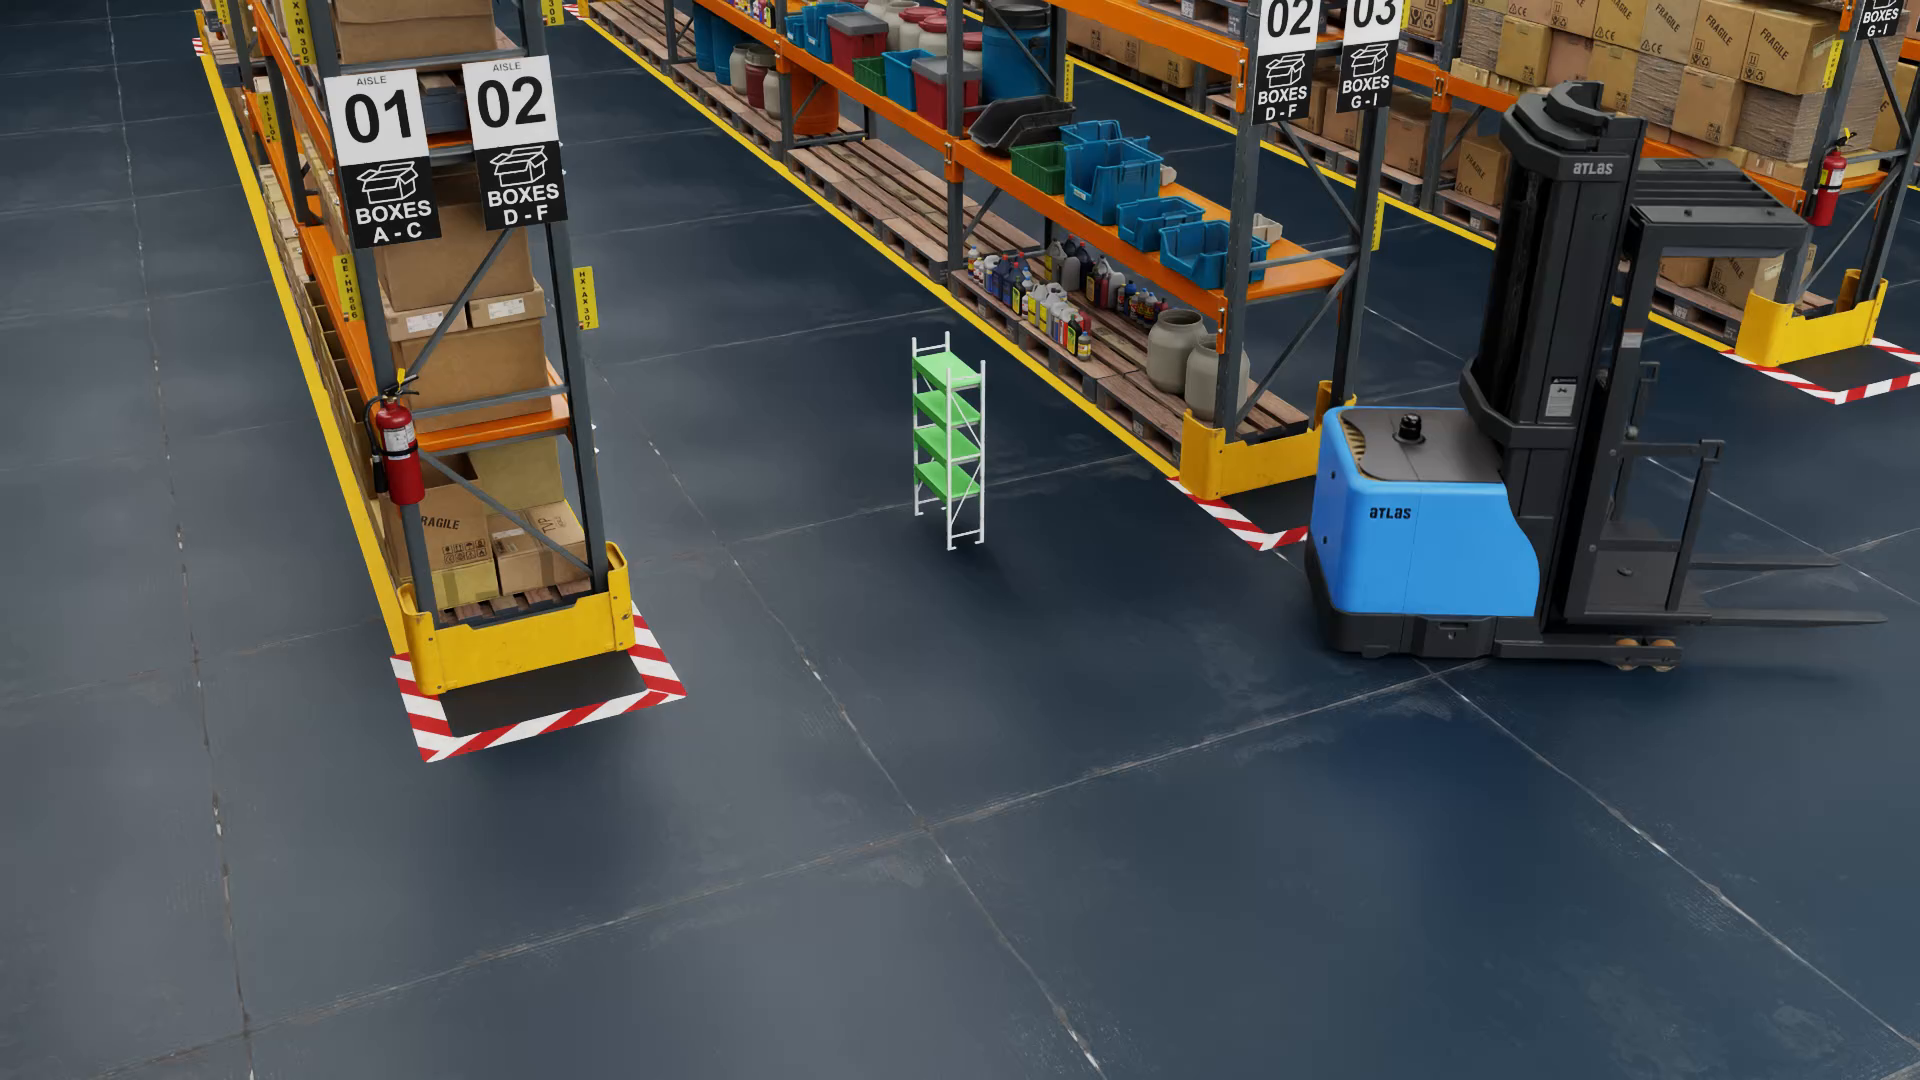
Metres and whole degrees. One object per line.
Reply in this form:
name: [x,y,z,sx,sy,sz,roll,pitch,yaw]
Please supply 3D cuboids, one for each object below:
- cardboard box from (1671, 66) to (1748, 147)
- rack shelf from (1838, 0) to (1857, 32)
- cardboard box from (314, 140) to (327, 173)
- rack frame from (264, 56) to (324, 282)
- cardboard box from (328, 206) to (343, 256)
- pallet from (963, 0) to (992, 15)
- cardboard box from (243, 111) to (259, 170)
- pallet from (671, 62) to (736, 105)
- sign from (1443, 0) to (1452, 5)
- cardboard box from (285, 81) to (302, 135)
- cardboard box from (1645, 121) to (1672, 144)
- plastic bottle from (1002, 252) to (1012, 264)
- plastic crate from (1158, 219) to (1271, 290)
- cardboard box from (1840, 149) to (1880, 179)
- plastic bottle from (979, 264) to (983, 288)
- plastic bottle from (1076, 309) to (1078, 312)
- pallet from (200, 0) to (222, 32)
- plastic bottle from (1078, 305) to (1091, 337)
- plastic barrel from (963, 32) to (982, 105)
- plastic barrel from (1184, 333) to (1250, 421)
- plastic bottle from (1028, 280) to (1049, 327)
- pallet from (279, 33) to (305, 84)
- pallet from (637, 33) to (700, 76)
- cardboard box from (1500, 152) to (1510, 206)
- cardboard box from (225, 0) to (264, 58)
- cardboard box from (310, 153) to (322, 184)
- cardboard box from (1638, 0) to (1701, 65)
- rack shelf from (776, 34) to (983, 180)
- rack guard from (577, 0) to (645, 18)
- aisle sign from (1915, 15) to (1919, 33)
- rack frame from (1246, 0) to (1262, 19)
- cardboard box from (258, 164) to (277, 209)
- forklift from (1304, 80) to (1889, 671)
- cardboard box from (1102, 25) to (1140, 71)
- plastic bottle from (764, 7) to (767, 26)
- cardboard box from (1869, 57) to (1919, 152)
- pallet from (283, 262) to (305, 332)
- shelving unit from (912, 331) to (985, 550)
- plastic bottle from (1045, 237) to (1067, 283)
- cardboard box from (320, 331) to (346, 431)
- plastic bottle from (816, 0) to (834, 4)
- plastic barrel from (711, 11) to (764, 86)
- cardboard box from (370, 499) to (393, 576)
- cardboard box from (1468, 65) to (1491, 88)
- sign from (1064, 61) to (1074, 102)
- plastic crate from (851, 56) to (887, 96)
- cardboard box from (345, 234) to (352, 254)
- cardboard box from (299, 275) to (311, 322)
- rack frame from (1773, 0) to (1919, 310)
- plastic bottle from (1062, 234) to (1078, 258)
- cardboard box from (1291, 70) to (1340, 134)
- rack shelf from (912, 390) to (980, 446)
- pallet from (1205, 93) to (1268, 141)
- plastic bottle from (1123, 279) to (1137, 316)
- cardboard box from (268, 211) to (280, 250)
cardboard box: [6.028,-3.383,12.784,0.875,0.500,0.500,-13,32,-22]
rack shelf: [5.704,-4.644,13.106,1.077,0.370,4.000,-13,32,-22]
cardboard box: [-3.689,-2.646,10.446,0.700,0.500,0.500,-13,32,-22]
rack frame: [-4.103,-2.454,11.533,1.000,3.000,0.127,-13,32,-22]
cardboard box: [-3.675,-2.072,10.748,0.700,0.500,0.500,-13,32,-22]
pallet: [0.628,-7.742,23.814,1.003,0.211,1.213,-13,32,-22]
cardboard box: [-6.656,-3.915,16.244,0.500,0.500,0.500,-14,32,-24]
pallet: [-2.769,-5.461,19.745,1.003,0.211,1.213,-13,32,-22]
sign: [4.346,-4.920,14.745,0.100,0.325,0.005,-13,32,-22]
cardboard box: [-5.085,-3.527,13.344,0.500,0.500,0.500,-15,33,-25]
cardboard box: [5.702,-3.287,13.275,0.380,0.149,0.250,-13,32,-22]
plastic bottle: [0.372,-2.153,13.322,0.061,0.283,0.133,-13,32,-22]
plastic crate: [1.604,-1.819,10.552,0.499,0.251,0.616,-13,32,-22]
cardboard box: [6.656,-2.832,12.463,0.380,0.149,0.250,-13,32,-22]
plastic bottle: [0.200,-2.141,13.386,0.097,0.201,0.097,0,29,0]
plastic bottle: [0.867,-1.629,12.473,0.097,0.201,0.097,0,29,0]
pallet: [-7.293,-5.529,17.212,1.003,0.211,1.213,-13,32,-22]
plastic bottle: [0.917,-1.592,12.322,0.061,0.283,0.133,-13,32,-22]
plastic barrel: [0.159,-4.021,14.187,0.433,0.535,0.433,0,29,0]
plastic barrel: [1.738,-1.098,11.229,0.421,0.512,0.421,0,29,0]
plastic bottle: [0.607,-1.814,12.650,0.144,0.351,0.185,-13,32,-22]
pallet: [-3.194,-2.815,9.199,1.003,0.211,1.213,-13,32,-22]
pallet: [-3.413,-6.127,20.934,1.003,0.211,1.213,-13,32,-22]
cardboard box: [5.234,-3.189,14.970,0.500,0.500,0.500,-3,29,-6]
cardboard box: [-6.193,-4.703,15.011,0.700,0.500,0.500,-26,38,-38]
cardboard box: [-3.942,-2.397,10.665,0.380,0.149,0.250,-14,32,-23]
cardboard box: [5.671,-4.007,12.874,0.500,0.500,0.500,-13,32,-22]
rack shelf: [-0.486,-4.062,15.136,1.077,0.370,4.000,-13,32,-22]
rack guard: [-4.802,-7.711,23.463,1.175,0.500,0.348,-13,32,-22]
aisle sign: [6.860,-3.935,11.516,0.394,0.787,0.004,-13,32,-22]
rack frame: [2.089,-4.342,8.766,1.000,3.000,0.127,-13,32,-22]
cardboard box: [-5.861,-3.157,14.594,0.500,0.311,0.500,-12,31,-20]
forklift: [3.528,-0.840,8.725,3.031,2.935,1.130,1,29,2]
cardboard box: [2.475,-6.261,20.064,1.225,0.875,0.875,-13,32,-22]
plastic bottle: [-1.937,-5.317,16.841,0.097,0.201,0.097,0,29,0]
cardboard box: [9.575,-4.493,16.912,0.875,0.875,0.875,-13,32,-21]
pallet: [-4.982,-2.095,13.743,1.003,0.211,1.213,-13,32,-22]
shelving unit: [-0.071,-0.596,10.060,0.258,1.200,0.503,-13,32,-22]
plastic bottle: [0.779,-2.275,13.472,0.144,0.351,0.185,-13,32,-22]
cardboard box: [-3.757,-1.053,10.649,0.500,0.500,0.500,-13,32,-22]
plastic bottle: [-1.376,-5.433,16.971,0.152,0.276,0.135,-13,32,-22]
plastic barrel: [-2.540,-5.738,19.105,0.600,0.901,0.708,-13,32,-22]
cardboard box: [-3.109,-0.064,9.653,0.500,0.250,0.500,-13,32,-22]
cardboard box: [4.762,-4.152,14.817,0.380,0.149,0.250,-13,32,-22]
sign: [0.874,-3.724,13.514,0.100,0.325,0.005,-13,32,-22]
plastic crate: [-0.630,-4.110,14.703,0.450,0.188,0.662,-13,32,-22]
cardboard box: [-3.279,-1.714,9.448,0.380,0.149,0.250,-12,32,-21]
cardboard box: [-4.536,-1.801,12.177,0.500,0.311,0.500,-13,32,-22]
rack frame: [6.563,-2.766,12.088,1.000,3.000,0.127,-13,32,-22]
plastic bottle: [0.909,-2.305,13.526,0.144,0.351,0.185,-14,32,-23]
cardboard box: [3.933,-4.618,17.498,0.700,0.500,0.500,-10,31,-18]
rack shelf: [-0.071,-0.750,9.974,0.258,0.148,0.480,-13,32,-22]
pallet: [3.462,-4.738,18.456,1.003,0.211,1.213,-13,32,-22]
plastic bottle: [1.315,-1.879,12.847,0.097,0.271,0.097,0,29,0]
cardboard box: [-5.644,-2.690,14.336,0.500,0.250,0.500,-14,32,-23]
